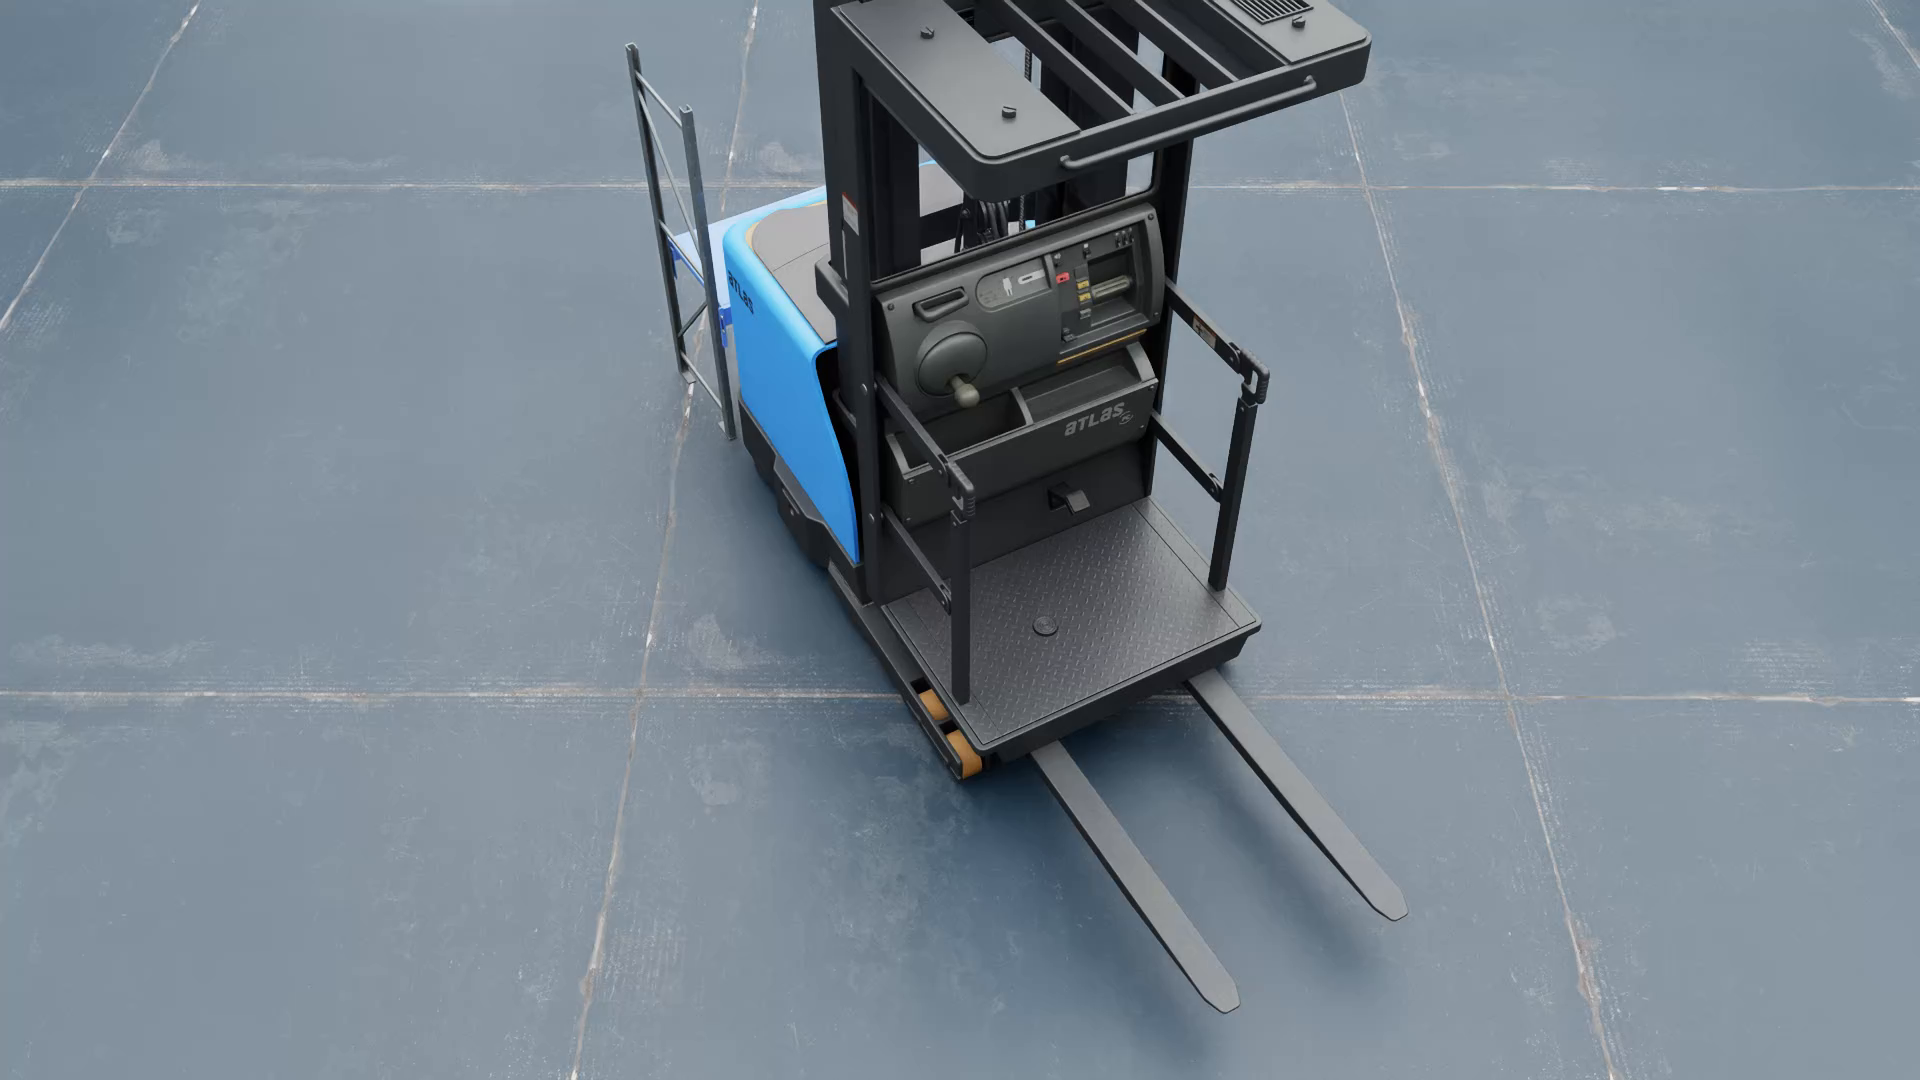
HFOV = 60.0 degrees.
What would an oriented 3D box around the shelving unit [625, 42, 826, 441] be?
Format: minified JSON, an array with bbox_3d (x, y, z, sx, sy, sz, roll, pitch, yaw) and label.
[{"bbox_3d":[-0.594,-1.260,6.398,1.048,1.500,0.538,-24,51,-20],"label":"shelving unit"}]

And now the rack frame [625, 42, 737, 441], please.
[{"bbox_3d":[-1.030,-1.069,6.220,0.032,1.500,0.500,-24,51,-20],"label":"rack frame"}]

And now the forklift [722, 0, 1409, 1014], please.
[{"bbox_3d":[0.305,-0.595,4.801,1.130,2.935,3.031,-22,51,-19],"label":"forklift"}]

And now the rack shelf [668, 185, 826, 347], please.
[{"bbox_3d":[-0.594,-1.137,6.530,1.000,0.185,0.538,-24,51,-20],"label":"rack shelf"}]
